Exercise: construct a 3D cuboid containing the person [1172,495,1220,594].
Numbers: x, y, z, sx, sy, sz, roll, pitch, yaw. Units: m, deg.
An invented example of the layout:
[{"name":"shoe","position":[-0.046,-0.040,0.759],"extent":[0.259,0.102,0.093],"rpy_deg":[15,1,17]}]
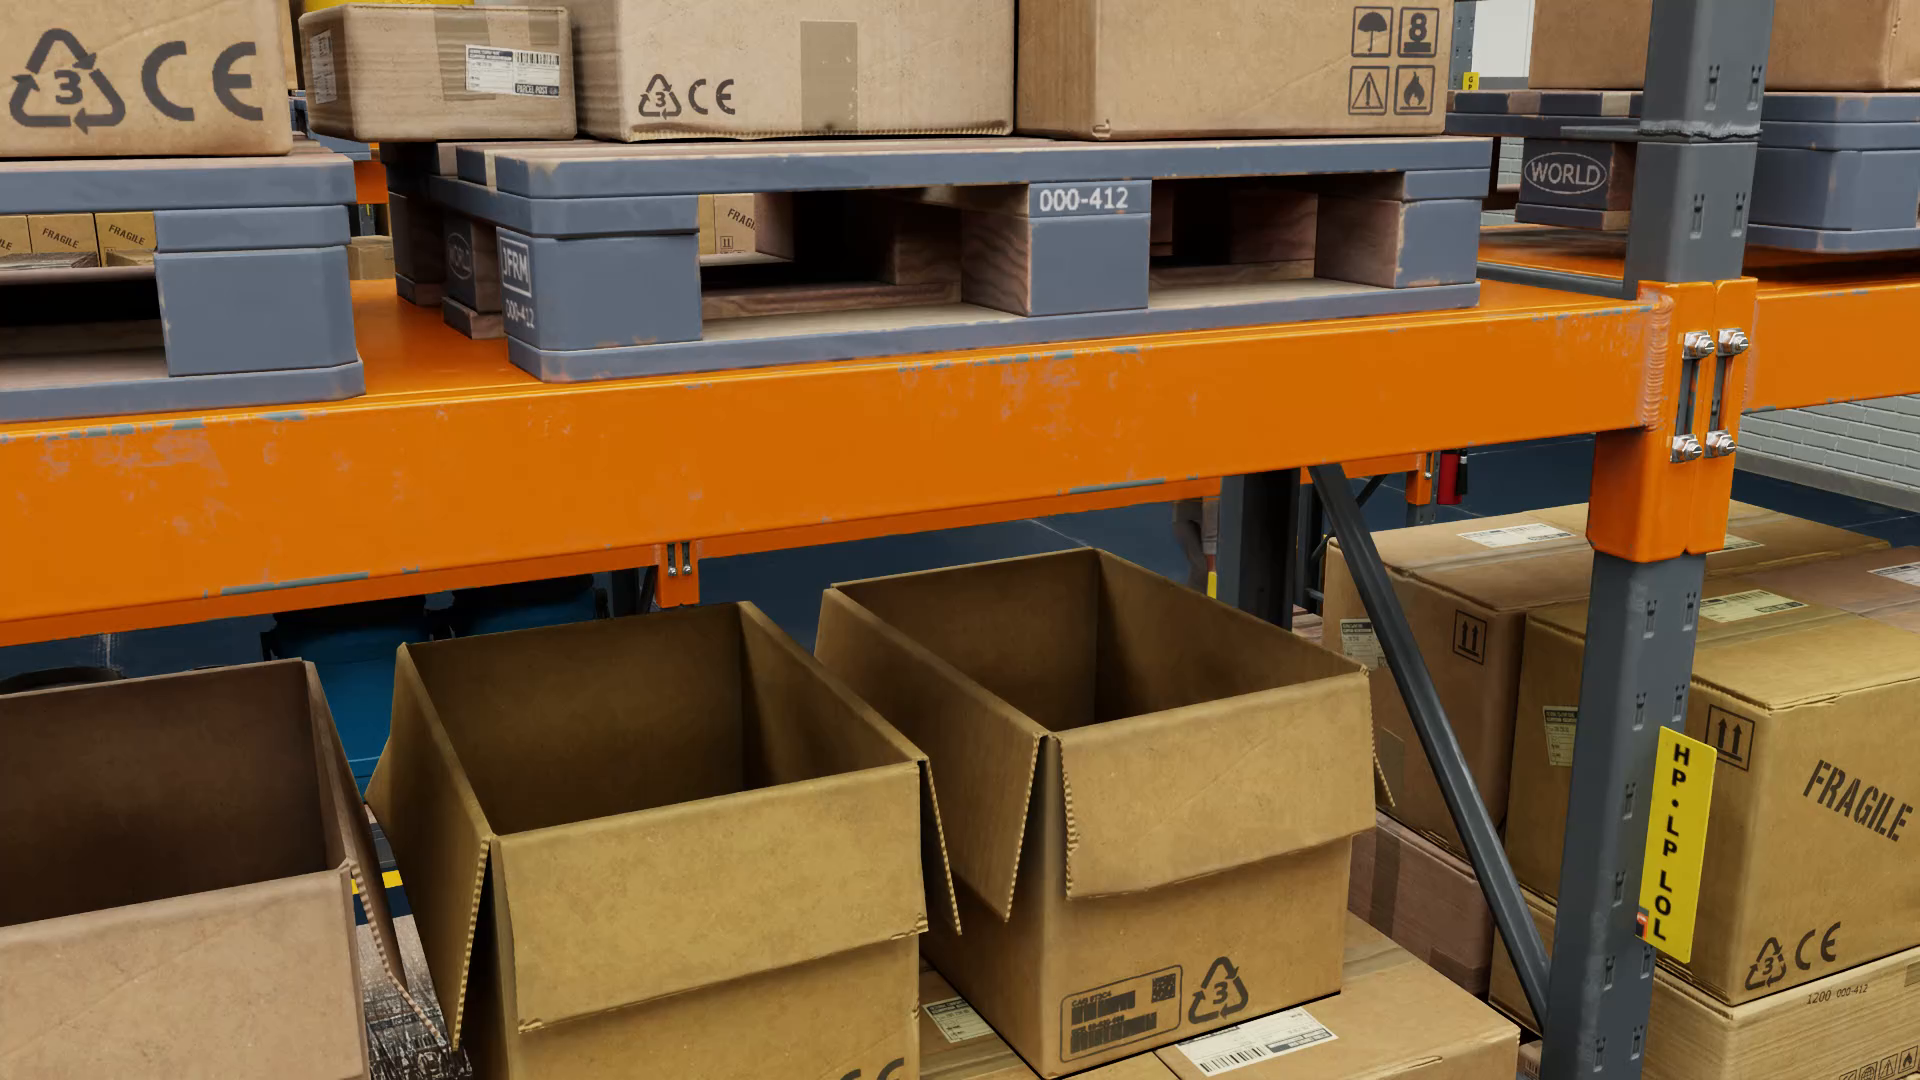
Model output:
[{"name":"person","position":[1.408,-0.012,8.846],"extent":[0.454,1.044,0.765],"rpy_deg":[-4,16,-13]}]
